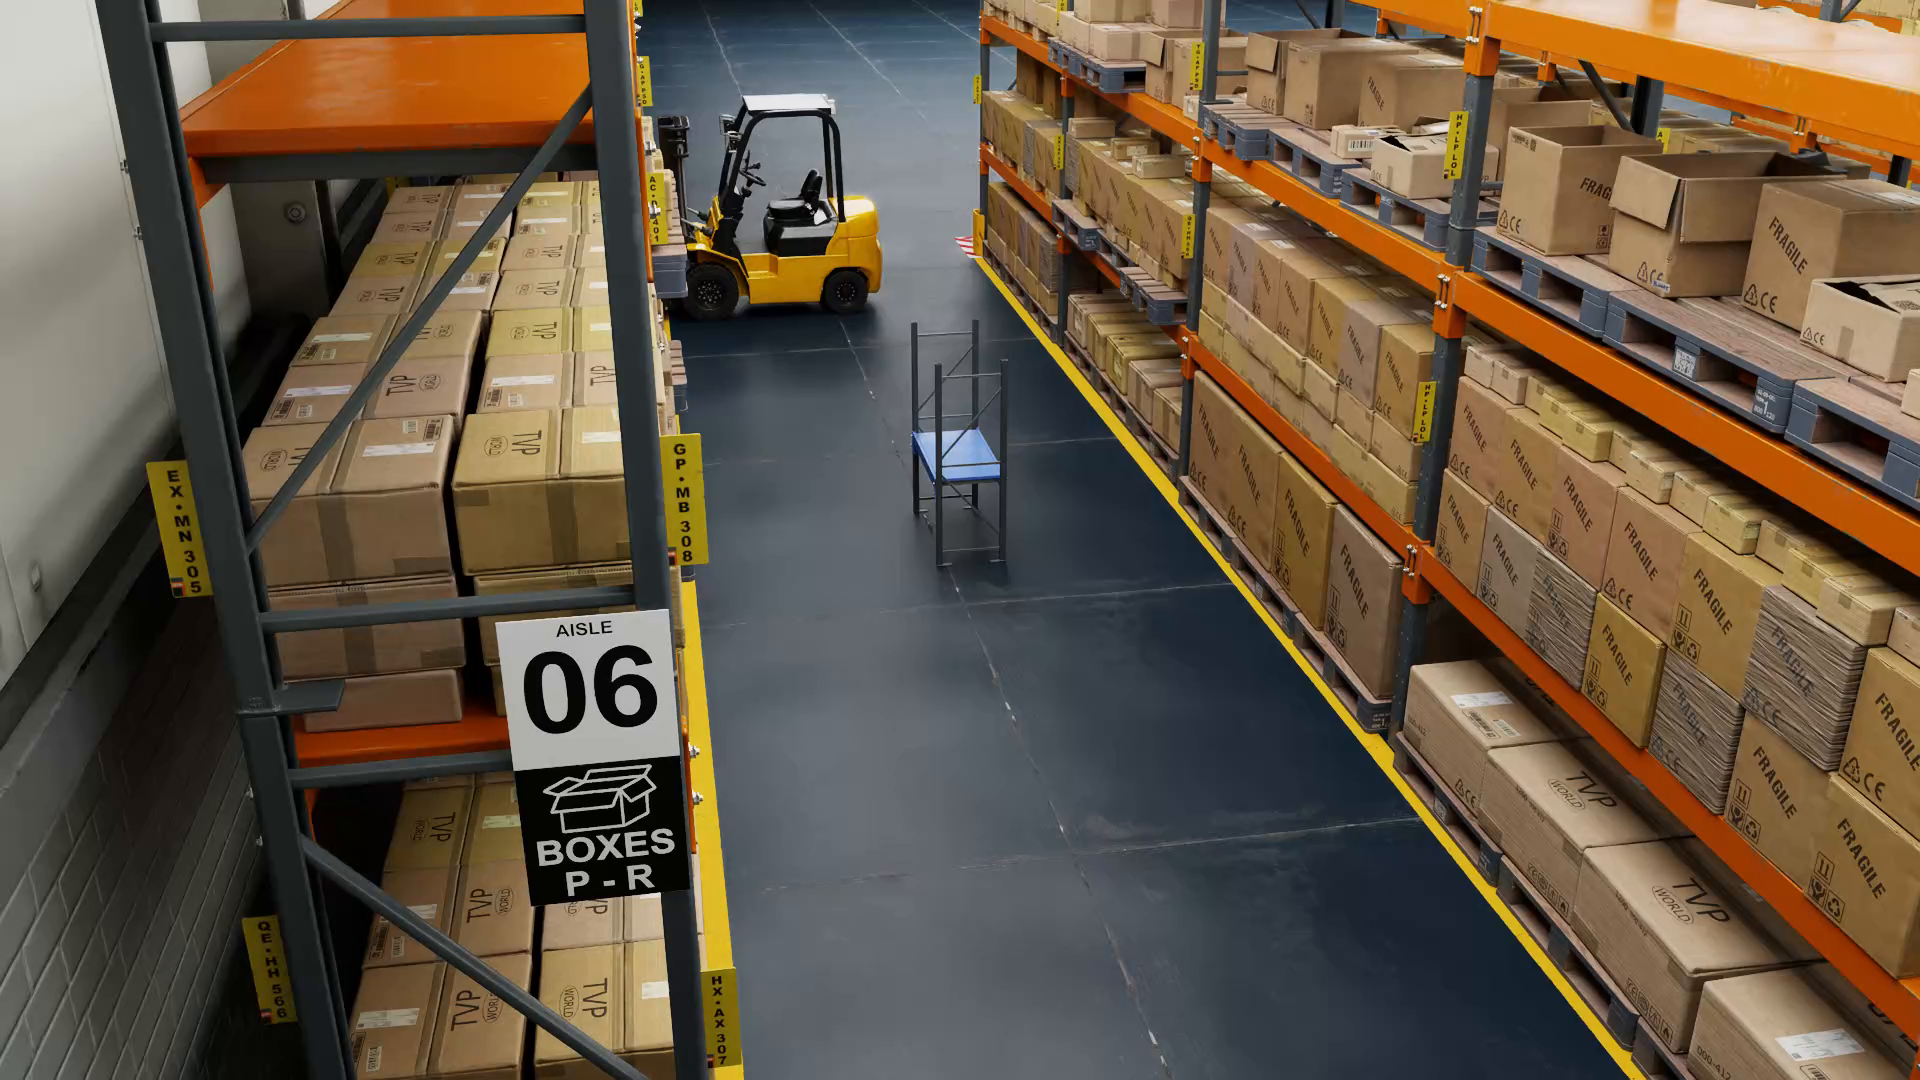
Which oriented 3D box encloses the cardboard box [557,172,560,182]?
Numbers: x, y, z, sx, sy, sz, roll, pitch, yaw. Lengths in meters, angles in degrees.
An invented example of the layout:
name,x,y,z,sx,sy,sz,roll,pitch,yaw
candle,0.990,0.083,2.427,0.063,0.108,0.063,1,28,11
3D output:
name,x,y,z,sx,sy,sz,roll,pitch,yaw
cardboard box,-2.288,-1.865,8.689,0.380,0.149,0.250,-5,24,-11

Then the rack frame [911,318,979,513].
name,x,y,z,sx,sy,sz,roll,pitch,yaw
rack frame,-0.110,-0.921,12.484,0.500,1.500,0.032,-4,24,-10

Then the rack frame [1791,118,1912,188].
name,x,y,z,sx,sy,sz,roll,pitch,yaw
rack frame,7.066,-2.197,13.533,1.000,3.000,0.127,-4,24,-10

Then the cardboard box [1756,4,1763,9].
name,x,y,z,sx,sy,sz,roll,pitch,yaw
cardboard box,6.867,-4.670,14.908,0.500,0.311,0.500,-5,24,-12

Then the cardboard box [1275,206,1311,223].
name,x,y,z,sx,sy,sz,roll,pitch,yaw
cardboard box,2.573,-2.111,11.962,0.500,0.500,0.500,-5,24,-11

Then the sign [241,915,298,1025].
name,x,y,z,sx,sy,sz,roll,pitch,yaw
sign,-1.727,1.082,4.183,0.100,0.325,0.005,-4,24,-10

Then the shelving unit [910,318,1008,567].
name,x,y,z,sx,sy,sz,roll,pitch,yaw
shelving unit,-0.016,-0.721,12.027,0.538,1.500,1.048,-4,24,-10

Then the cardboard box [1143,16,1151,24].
name,x,y,z,sx,sy,sz,roll,pitch,yaw
cardboard box,1.819,-4.444,14.593,0.500,0.250,0.500,-4,24,-9

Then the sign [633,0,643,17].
name,x,y,z,sx,sy,sz,roll,pitch,yaw
sign,-2.866,-4.795,14.695,0.100,0.325,0.005,-4,24,-10

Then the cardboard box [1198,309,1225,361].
name,x,y,z,sx,sy,sz,roll,pitch,yaw
cardboard box,2.063,-1.511,12.150,0.500,0.250,0.500,-5,24,-11

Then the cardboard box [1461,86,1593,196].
name,x,y,z,sx,sy,sz,roll,pitch,yaw
cardboard box,3.082,-2.199,9.140,0.500,0.500,0.500,-5,24,-11

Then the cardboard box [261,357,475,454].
name,x,y,z,sx,sy,sz,roll,pitch,yaw
cardboard box,-1.630,-0.306,4.646,0.500,0.250,0.500,-5,24,-11

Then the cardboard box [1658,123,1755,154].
name,x,y,z,sx,sy,sz,roll,pitch,yaw
cardboard box,6.706,-3.480,15.096,0.700,0.500,0.500,-5,24,-10

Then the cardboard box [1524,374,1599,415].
name,x,y,z,sx,sy,sz,roll,pitch,yaw
cardboard box,2.915,-0.679,7.872,0.380,0.149,0.250,-5,24,-10

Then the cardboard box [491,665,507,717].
name,x,y,z,sx,sy,sz,roll,pitch,yaw
cardboard box,-1.008,0.322,4.331,0.380,0.149,0.250,-4,24,-9

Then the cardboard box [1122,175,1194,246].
name,x,y,z,sx,sy,sz,roll,pitch,yaw
cardboard box,1.662,-2.725,13.720,0.500,0.500,0.500,-6,24,-13

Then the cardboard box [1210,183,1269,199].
name,x,y,z,sx,sy,sz,roll,pitch,yaw
cardboard box,2.261,-2.564,13.353,0.500,0.500,0.500,-3,24,-7

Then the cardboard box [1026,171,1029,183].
name,x,y,z,sx,sy,sz,roll,pitch,yaw
cardboard box,0.912,-3.856,17.644,0.380,0.149,0.250,-5,24,-11

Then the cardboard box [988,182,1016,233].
name,x,y,z,sx,sy,sz,roll,pitch,yaw
cardboard box,0.623,-3.867,19.330,0.500,0.500,0.500,-5,24,-12

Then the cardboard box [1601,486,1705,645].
name,x,y,z,sx,sy,sz,roll,pitch,yaw
cardboard box,3.071,0.083,6.937,0.500,0.500,0.500,-4,24,-10

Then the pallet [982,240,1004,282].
name,x,y,z,sx,sy,sz,roll,pitch,yaw
pallet,0.870,-3.308,19.560,1.003,0.211,1.213,-4,24,-10

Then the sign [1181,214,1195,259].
name,x,y,z,sx,sy,sz,roll,pitch,yaw
sign,1.688,-2.242,12.287,0.100,0.325,0.005,-4,24,-10

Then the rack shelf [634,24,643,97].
name,x,y,z,sx,sy,sz,roll,pitch,yaw
rack shelf,-2.288,-2.872,8.981,1.077,0.370,4.000,-4,24,-10

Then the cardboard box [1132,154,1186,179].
name,x,y,z,sx,sy,sz,roll,pitch,yaw
cardboard box,1.640,-3.086,13.736,0.380,0.149,0.250,-5,24,-12

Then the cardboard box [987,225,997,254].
name,x,y,z,sx,sy,sz,roll,pitch,yaw
cardboard box,0.618,-3.533,19.501,0.500,0.250,0.500,-5,24,-10

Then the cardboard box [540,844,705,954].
name,x,y,z,sx,sy,sz,roll,pitch,yaw
cardboard box,-1.091,1.260,5.433,0.500,0.250,0.500,-4,24,-9

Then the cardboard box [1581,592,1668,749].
name,x,y,z,sx,sy,sz,roll,pitch,yaw
cardboard box,3.059,0.537,7.147,0.500,0.500,0.500,-4,24,-8

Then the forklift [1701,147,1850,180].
name,x,y,z,sx,sy,sz,roll,pitch,yaw
forklift,5.060,-1.295,11.554,1.130,2.935,3.031,-3,24,-7

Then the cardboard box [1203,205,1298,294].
name,x,y,z,sx,sy,sz,roll,pitch,yaw
cardboard box,2.071,-2.083,11.898,0.500,0.500,0.500,-5,24,-12

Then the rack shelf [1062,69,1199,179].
name,x,y,z,sx,sy,sz,roll,pitch,yaw
rack shelf,1.850,-3.623,13.948,1.077,0.370,4.000,-4,24,-10

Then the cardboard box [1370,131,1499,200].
name,x,y,z,sx,sy,sz,roll,pitch,yaw
cardboard box,2.590,-2.075,9.093,0.500,0.311,0.500,-4,24,-10

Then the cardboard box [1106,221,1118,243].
name,x,y,z,sx,sy,sz,roll,pitch,yaw
cardboard box,1.486,-2.686,14.442,0.380,0.149,0.250,-3,24,-8

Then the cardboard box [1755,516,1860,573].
name,x,y,z,sx,sy,sz,roll,pitch,yaw
cardboard box,3.250,0.024,6.262,0.380,0.149,0.250,-5,24,-10

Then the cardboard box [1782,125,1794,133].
name,x,y,z,sx,sy,sz,roll,pitch,yaw
cardboard box,10.424,-5.130,20.563,0.380,0.149,0.250,-4,24,-10

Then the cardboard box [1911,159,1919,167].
name,x,y,z,sx,sy,sz,roll,pitch,yaw
cardboard box,10.867,-4.247,18.541,0.380,0.149,0.250,-4,24,-10

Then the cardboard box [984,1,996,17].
name,x,y,z,sx,sy,sz,roll,pitch,yaw
cardboard box,0.483,-6.043,18.905,0.380,0.149,0.250,-4,24,-10

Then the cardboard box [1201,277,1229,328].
name,x,y,z,sx,sy,sz,roll,pitch,yaw
cardboard box,2.071,-1.734,12.035,0.500,0.250,0.500,-4,24,-10

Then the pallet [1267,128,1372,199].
name,x,y,z,sx,sy,sz,roll,pitch,yaw
pallet,2.601,-2.390,10.463,1.003,0.211,1.213,-3,24,-7

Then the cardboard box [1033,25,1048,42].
name,x,y,z,sx,sy,sz,roll,pitch,yaw
cardboard box,0.946,-5.131,16.818,0.380,0.149,0.250,-4,24,-8

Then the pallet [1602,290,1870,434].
name,x,y,z,sx,sy,sz,roll,pitch,yaw
pallet,3.323,-0.750,6.583,1.003,0.211,1.213,-4,24,-10

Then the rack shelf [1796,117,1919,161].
name,x,y,z,sx,sy,sz,roll,pitch,yaw
rack shelf,7.436,-2.456,11.276,1.077,0.370,4.000,-4,24,-10

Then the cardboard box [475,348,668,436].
name,x,y,z,sx,sy,sz,roll,pitch,yaw
cardboard box,-1.089,-0.342,4.728,0.500,0.250,0.500,-4,24,-10

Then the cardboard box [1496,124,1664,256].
name,x,y,z,sx,sy,sz,roll,pitch,yaw
cardboard box,2.862,-1.630,7.711,0.500,0.500,0.500,-4,24,-9

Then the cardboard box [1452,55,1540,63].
name,x,y,z,sx,sy,sz,roll,pitch,yaw
cardboard box,6.005,-5.120,18.689,0.875,0.550,0.500,-4,24,-10

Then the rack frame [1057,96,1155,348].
name,x,y,z,sx,sy,sz,roll,pitch,yaw
rack frame,1.480,-3.365,16.206,1.000,3.000,0.127,-4,24,-10

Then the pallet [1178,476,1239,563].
name,x,y,z,sx,sy,sz,roll,pitch,yaw
pallet,2.292,-0.198,12.439,1.003,0.211,1.213,-4,24,-10

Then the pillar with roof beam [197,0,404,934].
name,x,y,z,sx,sy,sz,roll,pitch,yaw
pillar with roof beam,1.556,-2.576,6.906,9.100,9.000,0.400,-4,24,-10

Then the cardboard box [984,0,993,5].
name,x,y,z,sx,sy,sz,roll,pitch,yaw
cardboard box,0.572,-6.163,18.680,0.500,0.250,0.500,-5,24,-11

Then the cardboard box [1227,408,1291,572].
name,x,y,z,sx,sy,sz,roll,pitch,yaw
cardboard box,2.427,-0.381,11.505,0.875,0.875,0.875,-4,24,-9

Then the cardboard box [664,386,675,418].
name,x,y,z,sx,sy,sz,roll,pitch,yaw
cardboard box,-1.883,-0.498,8.992,0.700,0.500,0.500,-4,24,-9

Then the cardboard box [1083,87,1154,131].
name,x,y,z,sx,sy,sz,roll,pitch,yaw
cardboard box,1.612,-4.194,16.359,0.700,0.500,0.500,-5,24,-10

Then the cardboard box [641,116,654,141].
name,x,y,z,sx,sy,sz,roll,pitch,yaw
cardboard box,-1.884,-2.234,9.163,0.380,0.149,0.250,-4,24,-9

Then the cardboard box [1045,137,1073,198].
name,x,y,z,sx,sy,sz,roll,pitch,yaw
cardboard box,1.154,-3.703,16.484,0.500,0.500,0.500,-5,24,-11
